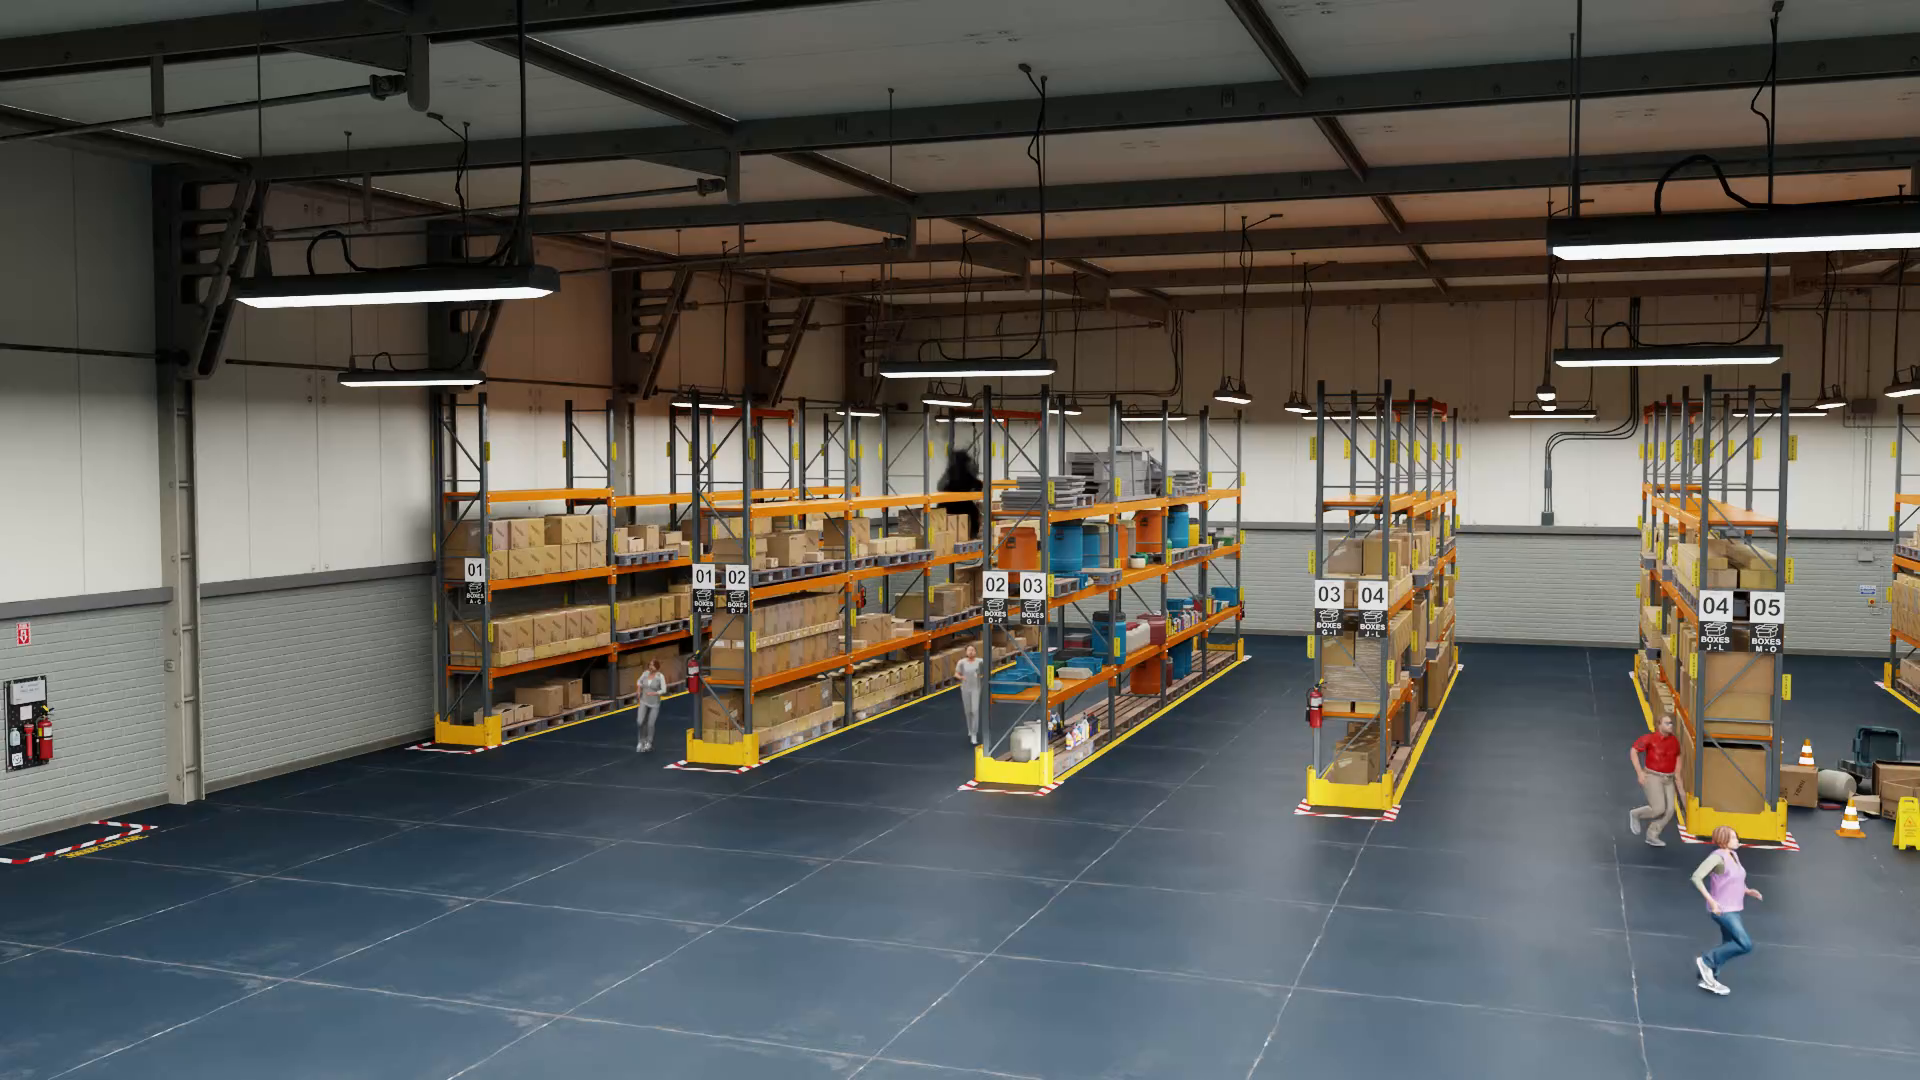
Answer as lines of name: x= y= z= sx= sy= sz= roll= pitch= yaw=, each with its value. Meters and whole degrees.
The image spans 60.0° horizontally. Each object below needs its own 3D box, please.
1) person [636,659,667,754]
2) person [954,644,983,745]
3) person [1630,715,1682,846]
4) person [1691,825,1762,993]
person: x=-5.116 y=2.749 z=27.597 sx=0.531 sy=1.590 sz=0.614 roll=0 pitch=3 yaw=1
person: x=0.186 y=2.638 z=28.768 sx=0.554 sy=1.714 sz=0.786 roll=0 pitch=3 yaw=7
person: x=8.885 y=3.044 z=21.176 sx=0.706 sy=1.661 sz=0.570 roll=-1 pitch=3 yaw=-19
person: x=7.060 y=3.403 z=15.260 sx=0.522 sy=1.559 sz=0.549 roll=-3 pitch=4 yaw=-45
